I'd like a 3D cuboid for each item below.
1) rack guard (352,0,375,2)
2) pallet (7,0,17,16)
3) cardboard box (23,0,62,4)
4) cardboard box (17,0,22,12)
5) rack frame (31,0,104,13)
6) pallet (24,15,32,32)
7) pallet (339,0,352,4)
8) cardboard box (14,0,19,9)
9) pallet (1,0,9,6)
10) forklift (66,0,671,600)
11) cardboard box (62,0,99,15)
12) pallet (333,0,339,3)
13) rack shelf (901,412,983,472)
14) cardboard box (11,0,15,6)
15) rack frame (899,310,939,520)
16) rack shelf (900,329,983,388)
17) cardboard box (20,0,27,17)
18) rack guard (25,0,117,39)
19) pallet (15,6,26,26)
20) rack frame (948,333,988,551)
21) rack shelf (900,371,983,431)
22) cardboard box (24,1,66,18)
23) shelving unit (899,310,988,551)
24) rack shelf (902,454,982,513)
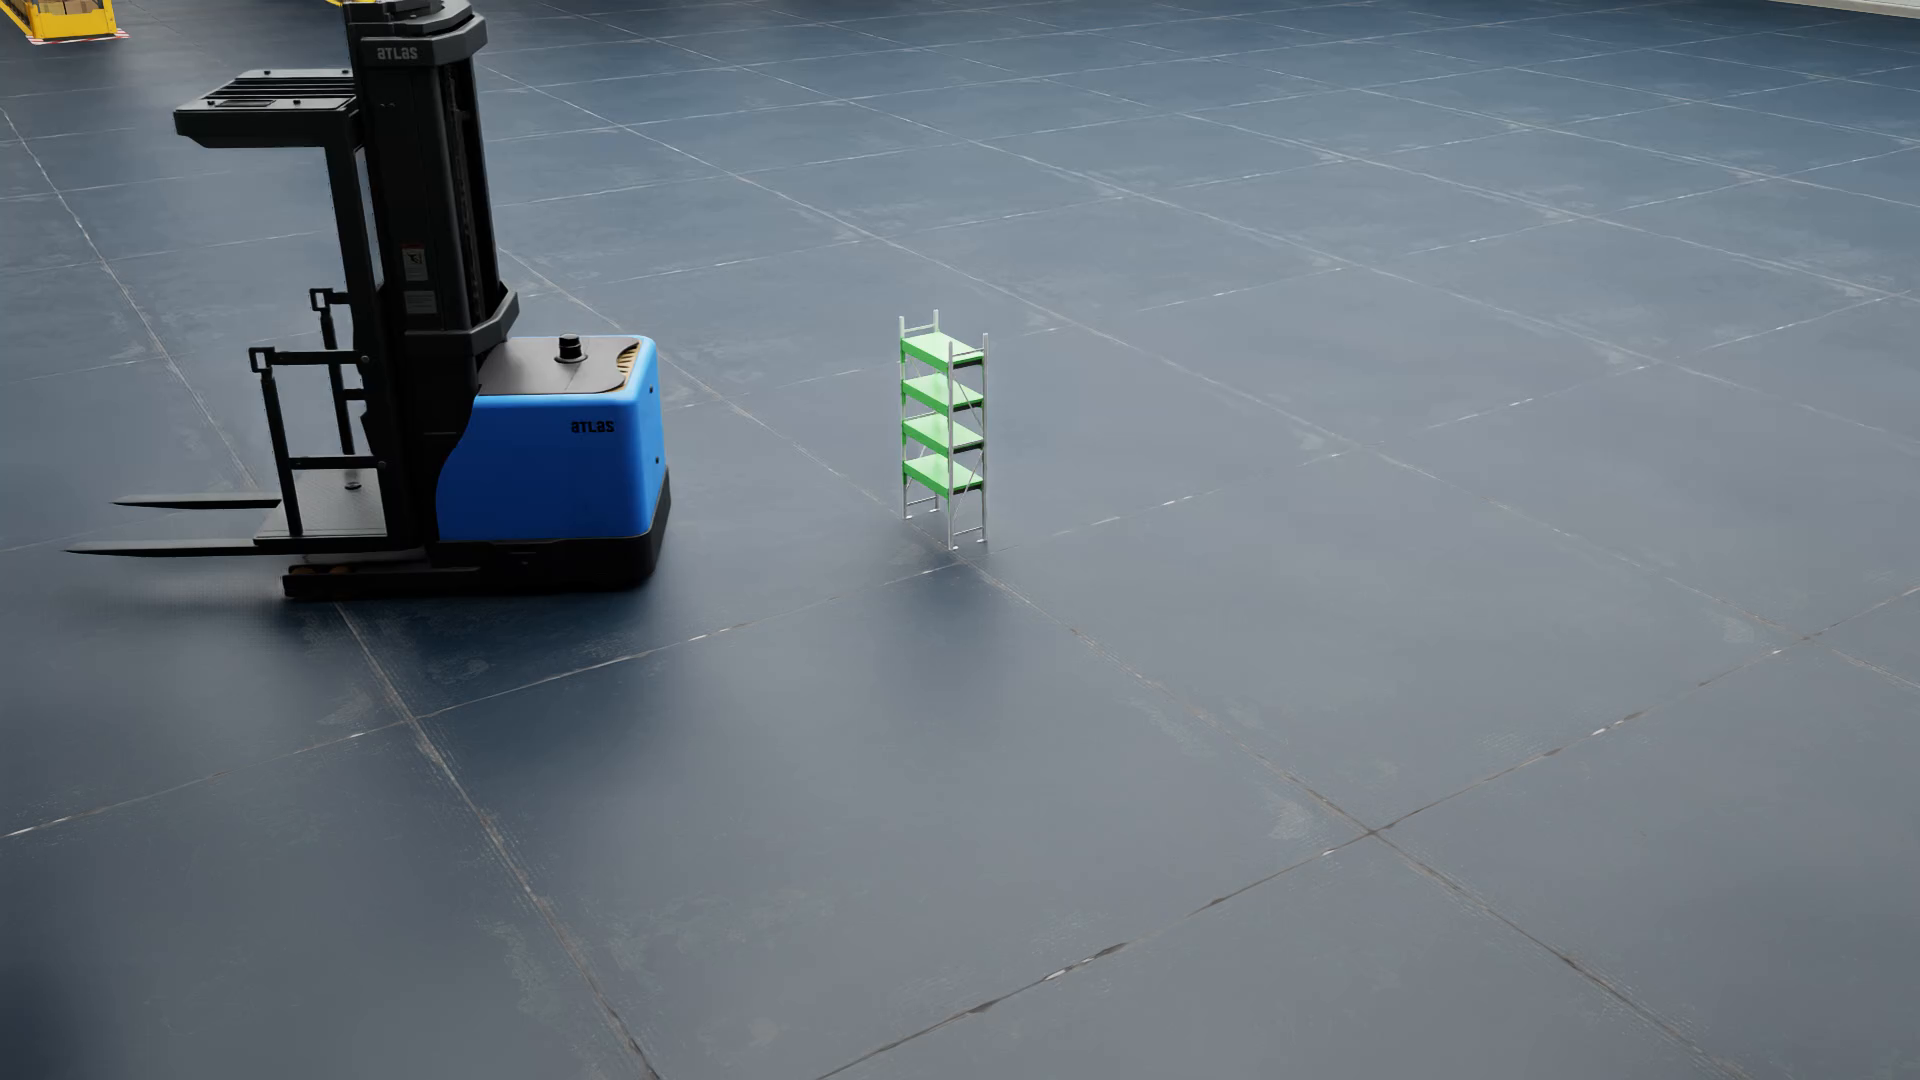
[{"bbox_3d":[-9.759,-9.300,28.365,1.175,0.500,0.348,-16,29,-30],"label":"rack guard"},{"bbox_3d":[-15.615,-9.137,28.358,1.003,0.211,1.213,-16,29,-30],"label":"pallet"},{"bbox_3d":[-14.372,-8.670,25.952,0.500,0.500,0.500,-16,29,-30],"label":"cardboard box"},{"bbox_3d":[-14.928,-8.685,26.864,0.500,0.250,0.500,-16,29,-30],"label":"cardboard box"},{"bbox_3d":[-13.830,-9.262,25.355,1.000,3.000,0.127,-16,29,-30],"label":"rack frame"},{"bbox_3d":[-14.283,-8.264,26.509,1.003,0.211,1.213,-16,29,-30],"label":"pallet"},{"bbox_3d":[-10.198,-9.462,29.045,1.003,0.211,1.213,-16,29,-30],"label":"pallet"},{"bbox_3d":[-15.199,-8.865,27.243,0.500,0.250,0.500,-16,29,-30],"label":"cardboard box"},{"bbox_3d":[-16.449,-9.686,29.520,1.003,0.211,1.213,-16,29,-30],"label":"pallet"},{"bbox_3d":[-3.142,-1.247,8.458,3.031,2.935,1.130,-1,25,-3],"label":"forklift"},{"bbox_3d":[-13.936,-8.452,26.368,0.500,0.250,0.500,-16,29,-30],"label":"cardboard box"},{"bbox_3d":[-10.860,-9.898,29.969,1.003,0.211,1.213,-16,29,-30],"label":"pallet"},{"bbox_3d":[-0.090,-0.544,9.147,0.258,0.148,0.480,-16,29,-30],"label":"rack shelf"},{"bbox_3d":[-15.477,-9.042,27.619,0.500,0.250,0.500,-16,29,-30],"label":"cardboard box"},{"bbox_3d":[-0.224,-0.689,9.304,0.240,1.200,0.015,-16,29,-30],"label":"rack frame"},{"bbox_3d":[-0.090,-0.978,8.942,0.258,0.148,0.480,-16,29,-30],"label":"rack shelf"},{"bbox_3d":[-14.653,-8.507,26.486,0.500,0.250,0.500,-16,29,-30],"label":"cardboard box"},{"bbox_3d":[-13.817,-8.123,25.870,1.175,0.500,0.348,-16,29,-30],"label":"rack guard"},{"bbox_3d":[-14.945,-8.700,27.432,1.003,0.211,1.213,-16,29,-30],"label":"pallet"},{"bbox_3d":[0.043,-0.515,8.934,0.240,1.200,0.015,-16,29,-30],"label":"rack frame"},{"bbox_3d":[-0.090,-0.761,9.044,0.258,0.148,0.480,-16,29,-30],"label":"rack shelf"},{"bbox_3d":[-14.370,-8.331,26.113,0.500,0.250,0.500,-16,29,-30],"label":"cardboard box"},{"bbox_3d":[-0.090,-0.602,9.119,0.258,1.200,0.503,-16,29,-30],"label":"shelving unit"},{"bbox_3d":[-0.090,-0.327,9.249,0.258,0.148,0.480,-16,29,-30],"label":"rack shelf"}]
